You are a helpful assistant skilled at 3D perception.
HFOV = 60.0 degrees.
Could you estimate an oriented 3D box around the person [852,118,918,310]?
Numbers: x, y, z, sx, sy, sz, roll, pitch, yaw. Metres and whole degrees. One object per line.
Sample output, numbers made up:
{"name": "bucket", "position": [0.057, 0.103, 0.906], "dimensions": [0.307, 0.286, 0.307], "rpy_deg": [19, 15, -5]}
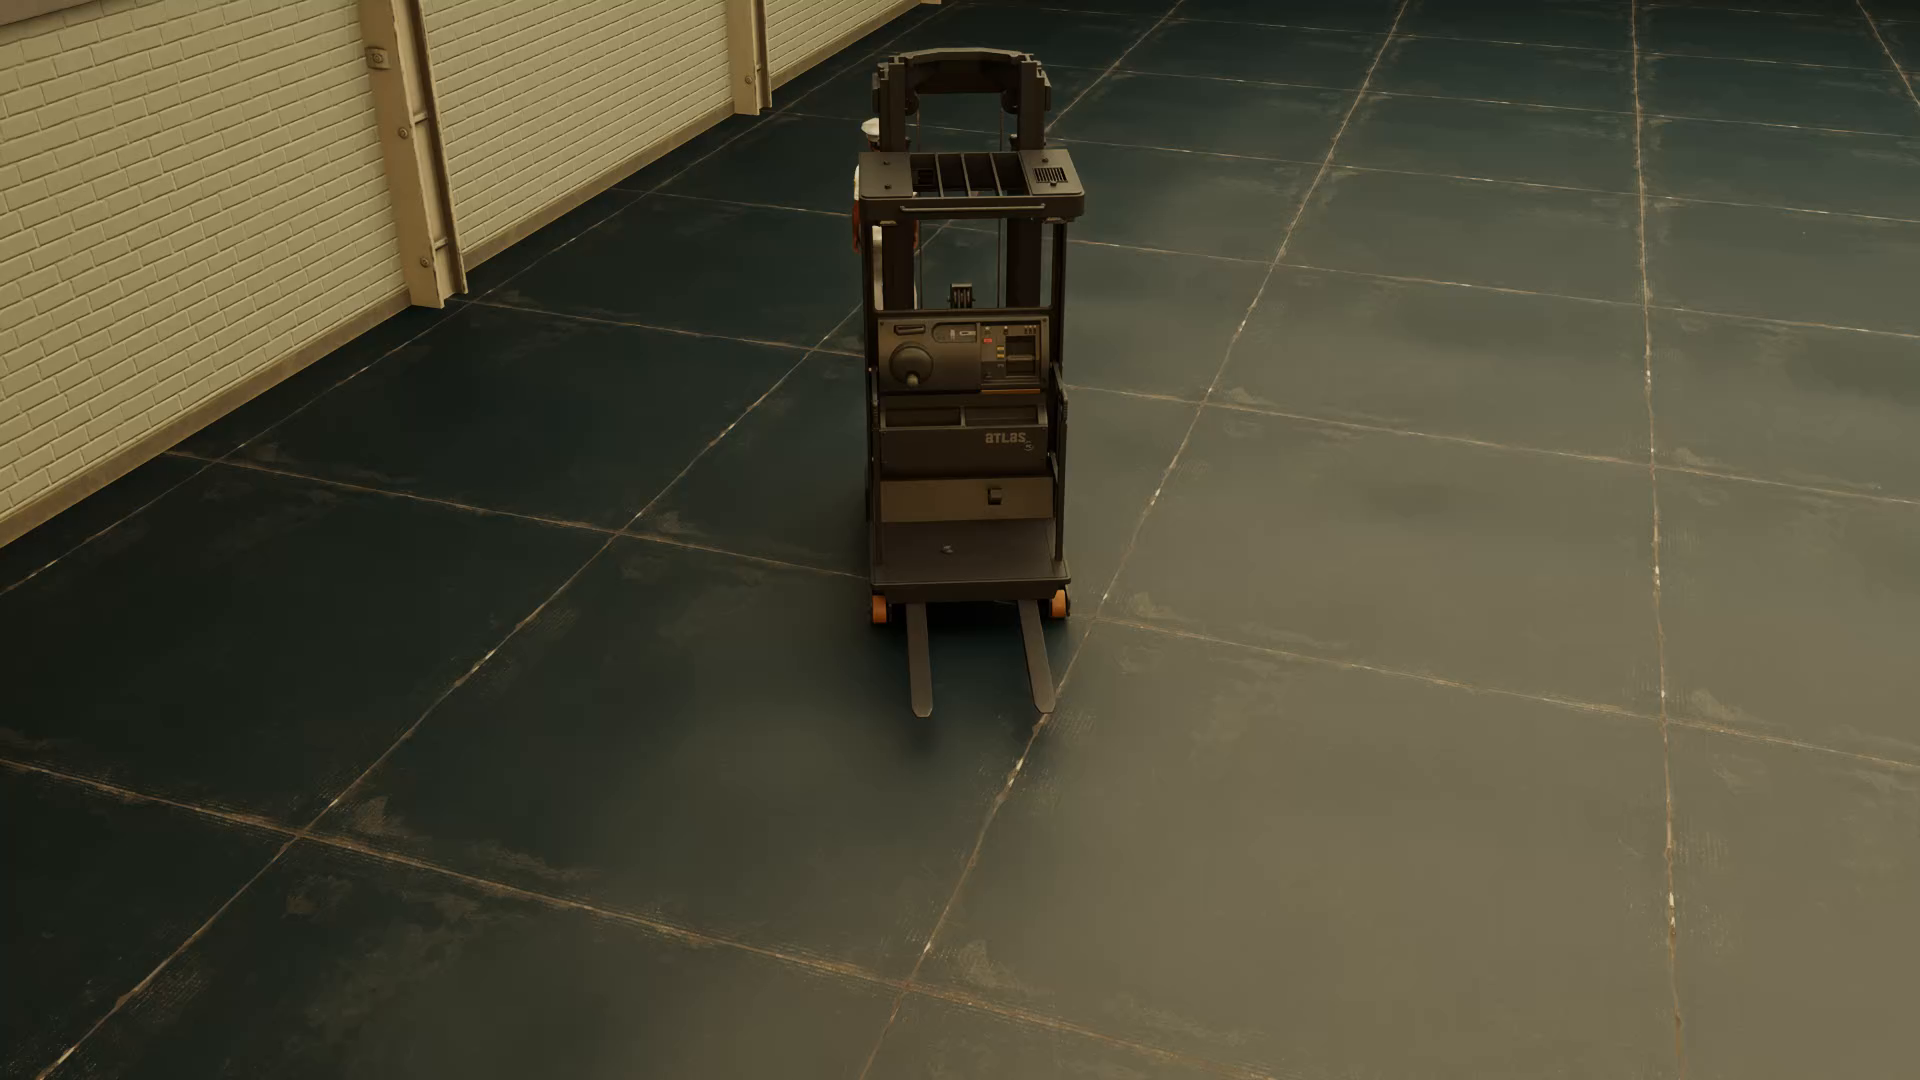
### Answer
{"name": "person", "position": [-0.544, -2.289, 12.433], "dimensions": [0.532, 1.664, 0.391], "rpy_deg": [-6, 30, -10]}

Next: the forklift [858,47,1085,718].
{"name": "forklift", "position": [0.035, -0.972, 8.842], "dimensions": [1.130, 2.935, 3.031], "rpy_deg": [-2, 30, -3]}
